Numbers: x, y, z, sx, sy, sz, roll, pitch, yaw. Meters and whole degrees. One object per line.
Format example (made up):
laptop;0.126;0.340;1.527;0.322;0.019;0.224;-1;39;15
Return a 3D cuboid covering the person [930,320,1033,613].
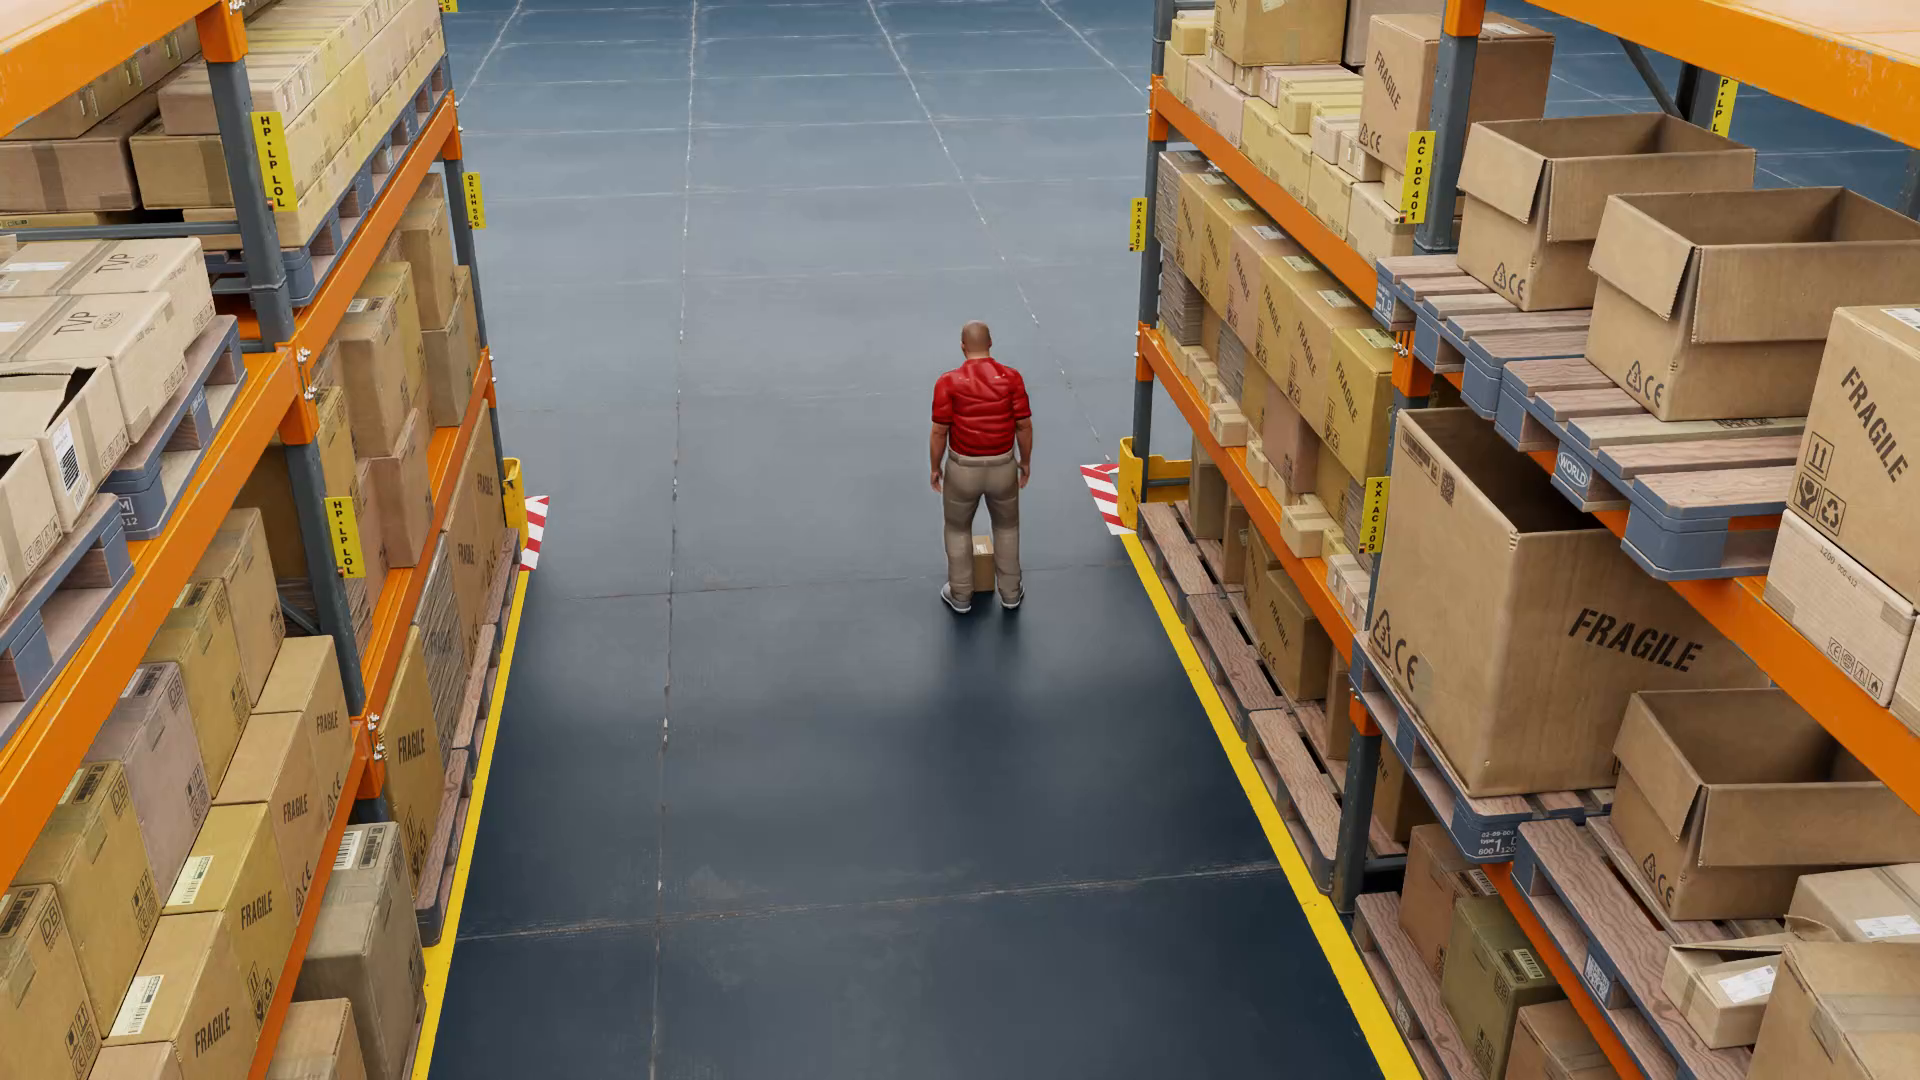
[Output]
person;0.116;-0.402;9.423;0.585;1.726;0.396;-4;27;-7
